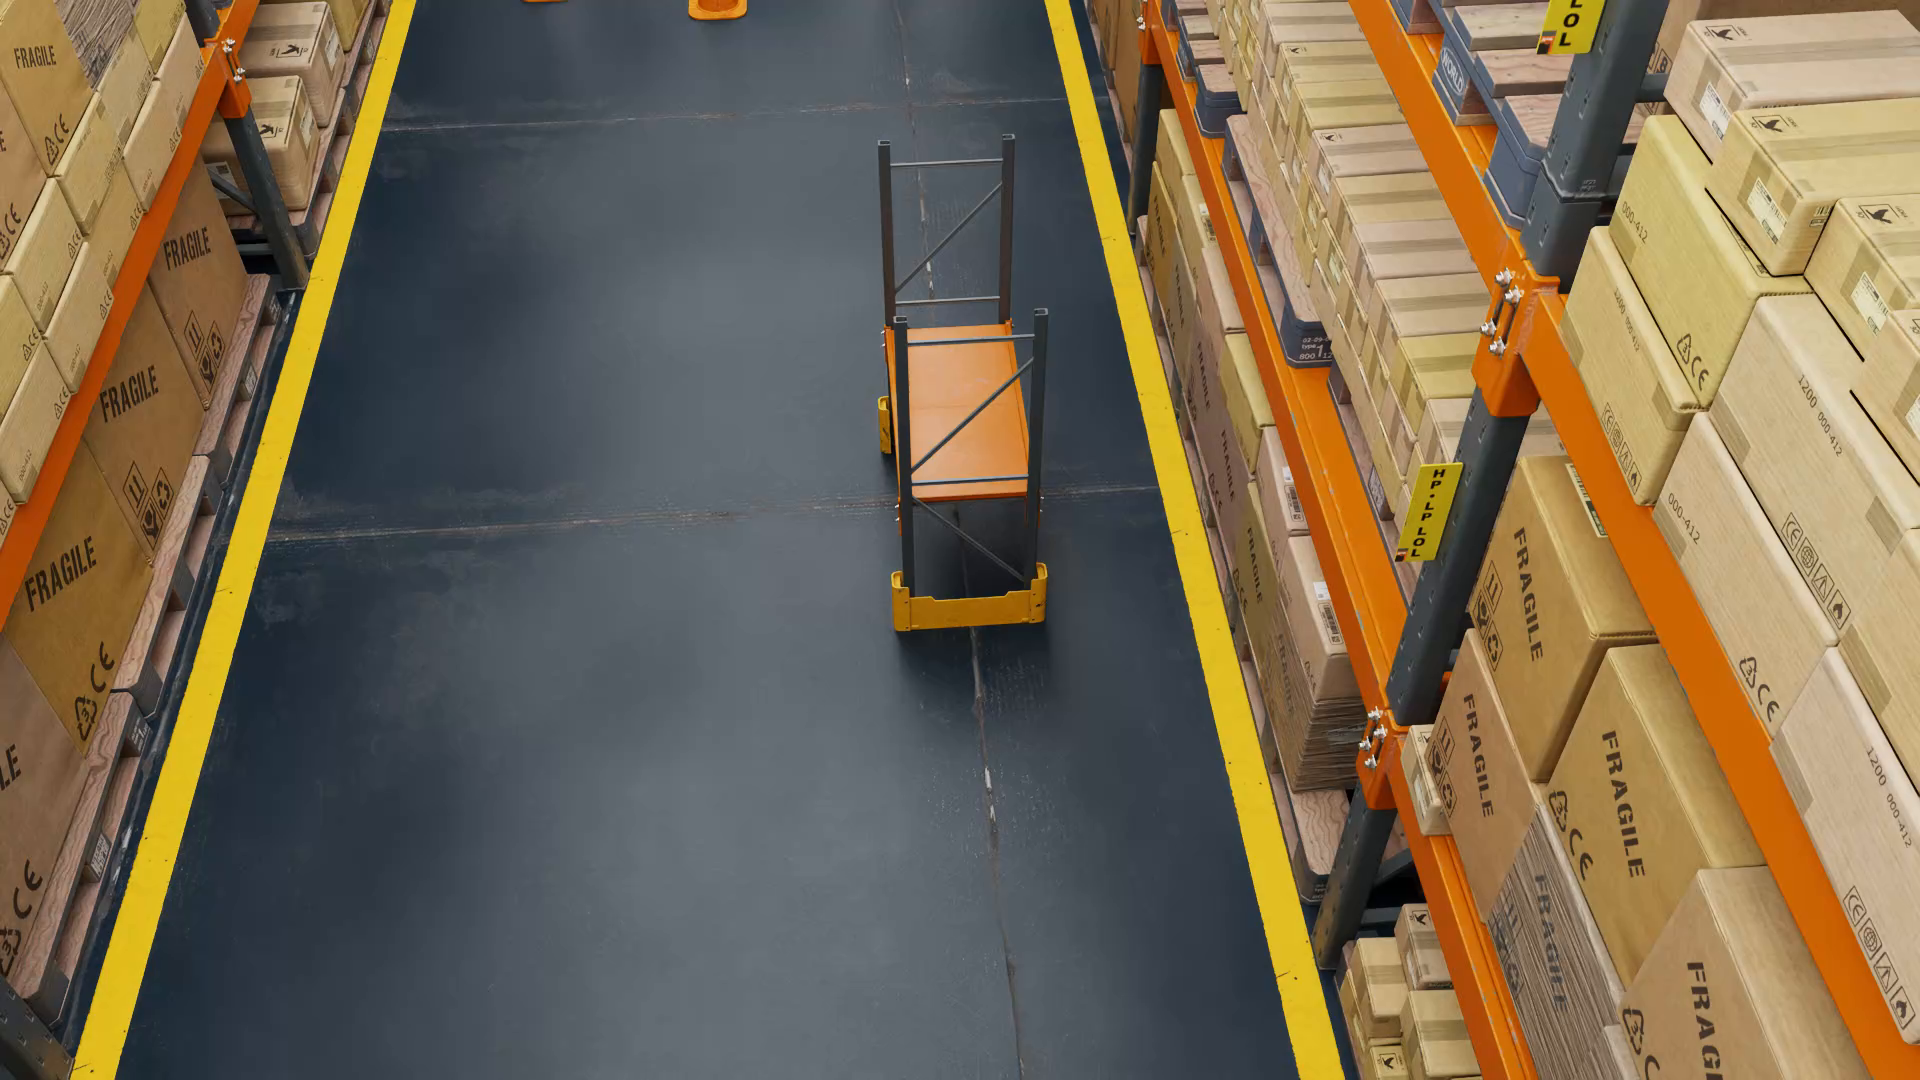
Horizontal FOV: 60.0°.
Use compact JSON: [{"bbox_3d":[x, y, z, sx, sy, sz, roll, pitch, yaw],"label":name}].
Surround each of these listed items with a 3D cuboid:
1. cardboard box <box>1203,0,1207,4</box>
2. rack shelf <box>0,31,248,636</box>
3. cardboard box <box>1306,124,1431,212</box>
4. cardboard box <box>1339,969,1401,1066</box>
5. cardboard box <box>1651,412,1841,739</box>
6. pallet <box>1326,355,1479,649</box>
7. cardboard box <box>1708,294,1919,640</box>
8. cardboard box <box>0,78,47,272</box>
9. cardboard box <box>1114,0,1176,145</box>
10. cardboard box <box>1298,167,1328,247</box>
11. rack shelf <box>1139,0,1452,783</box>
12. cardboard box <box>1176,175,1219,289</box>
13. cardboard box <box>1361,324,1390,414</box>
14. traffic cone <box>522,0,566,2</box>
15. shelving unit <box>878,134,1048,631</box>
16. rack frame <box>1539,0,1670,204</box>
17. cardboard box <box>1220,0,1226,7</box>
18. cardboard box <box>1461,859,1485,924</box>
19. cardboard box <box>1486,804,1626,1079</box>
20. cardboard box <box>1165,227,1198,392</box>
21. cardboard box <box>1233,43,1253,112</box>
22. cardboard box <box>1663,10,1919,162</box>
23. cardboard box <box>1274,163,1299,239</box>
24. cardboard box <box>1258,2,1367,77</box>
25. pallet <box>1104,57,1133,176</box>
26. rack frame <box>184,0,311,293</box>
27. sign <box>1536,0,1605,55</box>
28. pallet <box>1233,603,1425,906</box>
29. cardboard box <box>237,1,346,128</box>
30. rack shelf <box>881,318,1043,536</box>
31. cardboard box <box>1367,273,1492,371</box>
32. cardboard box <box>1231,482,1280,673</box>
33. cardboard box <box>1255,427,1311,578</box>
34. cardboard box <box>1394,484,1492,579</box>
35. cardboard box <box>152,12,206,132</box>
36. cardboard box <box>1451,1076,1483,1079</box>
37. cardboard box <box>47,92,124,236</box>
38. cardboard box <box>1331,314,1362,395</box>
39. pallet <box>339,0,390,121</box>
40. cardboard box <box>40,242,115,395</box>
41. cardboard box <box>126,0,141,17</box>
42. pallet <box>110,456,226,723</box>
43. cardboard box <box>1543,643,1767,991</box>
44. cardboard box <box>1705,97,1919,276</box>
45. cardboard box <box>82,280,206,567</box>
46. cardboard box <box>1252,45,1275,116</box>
[{"bbox_3d":[1.164,-2.316,6.762,0.380,0.149,0.250,-4,47,-4],"label":"cardboard box"},{"bbox_3d":[-3.429,-0.526,5.678,1.077,0.370,4.000,-3,47,-3],"label":"rack shelf"},{"bbox_3d":[1.326,-1.184,5.280,0.380,0.149,0.250,-5,47,-5],"label":"cardboard box"},{"bbox_3d":[1.373,1.419,5.015,0.380,0.149,0.250,-5,47,-5],"label":"cardboard box"},{"bbox_3d":[1.489,0.033,2.690,0.500,0.250,0.500,-4,47,-4],"label":"cardboard box"},{"bbox_3d":[1.743,-0.196,5.002,1.003,0.211,1.213,-3,47,-3],"label":"pallet"},{"bbox_3d":[1.500,-0.128,2.499,0.500,0.250,0.500,-4,47,-3],"label":"cardboard box"},{"bbox_3d":[-3.172,-1.143,5.009,0.500,0.500,0.500,-4,47,-4],"label":"cardboard box"},{"bbox_3d":[1.366,-2.411,8.228,1.050,0.750,0.750,-4,47,-4],"label":"cardboard box"},{"bbox_3d":[1.318,-1.090,5.395,0.380,0.149,0.250,-3,47,-3],"label":"cardboard box"},{"bbox_3d":[1.495,-0.900,6.032,1.077,0.370,4.000,-3,47,-3],"label":"rack shelf"},{"bbox_3d":[1.186,-1.257,6.790,0.500,0.250,0.500,-4,47,-4],"label":"cardboard box"},{"bbox_3d":[1.391,-0.507,4.843,0.380,0.149,0.250,-2,47,-2],"label":"cardboard box"},{"bbox_3d":[-2.433,-3.430,9.680,0.336,0.463,0.334,-3,47,-3],"label":"traffic cone"},{"bbox_3d":[-0.006,-0.571,6.258,0.587,1.500,1.083,-3,47,-3],"label":"shelving unit"},{"bbox_3d":[1.662,-1.763,2.222,1.000,3.000,0.127,-3,47,-3],"label":"rack frame"},{"bbox_3d":[1.193,-2.197,6.443,0.380,0.149,0.250,-1,47,-1],"label":"cardboard box"},{"bbox_3d":[1.456,0.793,4.106,0.380,0.149,0.250,-2,47,-2],"label":"cardboard box"},{"bbox_3d":[1.501,0.894,3.563,0.500,0.500,0.500,-3,47,-3],"label":"cardboard box"},{"bbox_3d":[1.178,-0.988,7.052,0.500,0.500,0.500,-3,47,-3],"label":"cardboard box"},{"bbox_3d":[1.233,-1.732,6.208,0.380,0.149,0.250,-2,47,-1],"label":"cardboard box"},{"bbox_3d":[1.445,-0.764,2.826,0.380,0.149,0.250,-4,47,-4],"label":"cardboard box"},{"bbox_3d":[1.297,-1.169,5.675,0.380,0.149,0.250,-5,47,-5],"label":"cardboard box"},{"bbox_3d":[1.260,-1.751,5.817,0.380,0.149,0.250,-2,47,-1],"label":"cardboard box"},{"bbox_3d":[1.336,-2.210,8.698,1.003,0.211,1.213,-3,47,-3],"label":"pallet"},{"bbox_3d":[-3.597,-2.220,6.787,1.000,3.000,0.127,-3,47,-3],"label":"rack frame"},{"bbox_3d":[1.109,-1.009,2.946,0.100,0.325,0.005,-3,47,-3],"label":"sign"},{"bbox_3d":[1.596,0.695,5.946,1.003,0.211,1.213,-3,47,-3],"label":"pallet"},{"bbox_3d":[-3.704,-2.404,8.481,0.950,0.372,0.625,-4,47,-4],"label":"cardboard box"},{"bbox_3d":[-0.007,-0.454,6.395,0.538,0.185,1.000,-3,47,-3],"label":"rack shelf"},{"bbox_3d":[1.391,-0.623,4.748,0.380,0.149,0.250,-5,47,-5],"label":"cardboard box"},{"bbox_3d":[1.307,0.124,5.999,0.500,0.500,0.500,-4,47,-4],"label":"cardboard box"},{"bbox_3d":[1.318,-0.139,5.732,0.500,0.250,0.500,-1,47,-1],"label":"cardboard box"},{"bbox_3d":[1.432,-0.034,4.600,0.380,0.149,0.250,-4,47,-4],"label":"cardboard box"},{"bbox_3d":[-3.296,-1.819,6.510,0.500,0.250,0.500,-5,47,-5],"label":"cardboard box"},{"bbox_3d":[1.519,1.576,4.456,0.380,0.149,0.250,-4,47,-4],"label":"cardboard box"},{"bbox_3d":[-3.193,-1.266,5.642,0.500,0.250,0.500,-5,47,-4],"label":"cardboard box"},{"bbox_3d":[1.370,-0.583,5.120,0.380,0.149,0.250,-6,47,-5],"label":"cardboard box"},{"bbox_3d":[-3.760,-2.708,9.169,1.003,0.211,1.213,-3,47,-3],"label":"pallet"},{"bbox_3d":[-3.140,-0.717,5.467,0.500,0.250,0.500,-4,47,-4],"label":"cardboard box"},{"bbox_3d":[-3.293,-2.240,6.048,0.500,0.500,0.500,-5,47,-4],"label":"cardboard box"},{"bbox_3d":[-3.507,0.194,6.421,1.003,0.211,1.213,-3,47,-3],"label":"pallet"},{"bbox_3d":[1.516,0.535,3.215,0.500,0.500,0.500,-5,47,-4],"label":"cardboard box"},{"bbox_3d":[1.435,-0.565,2.637,0.380,0.149,0.250,-5,47,-5],"label":"cardboard box"},{"bbox_3d":[-3.551,-0.484,6.316,0.875,0.875,0.875,-3,47,-3],"label":"cardboard box"},{"bbox_3d":[1.260,-1.641,5.917,0.380,0.149,0.250,-3,47,-3],"label":"cardboard box"}]
